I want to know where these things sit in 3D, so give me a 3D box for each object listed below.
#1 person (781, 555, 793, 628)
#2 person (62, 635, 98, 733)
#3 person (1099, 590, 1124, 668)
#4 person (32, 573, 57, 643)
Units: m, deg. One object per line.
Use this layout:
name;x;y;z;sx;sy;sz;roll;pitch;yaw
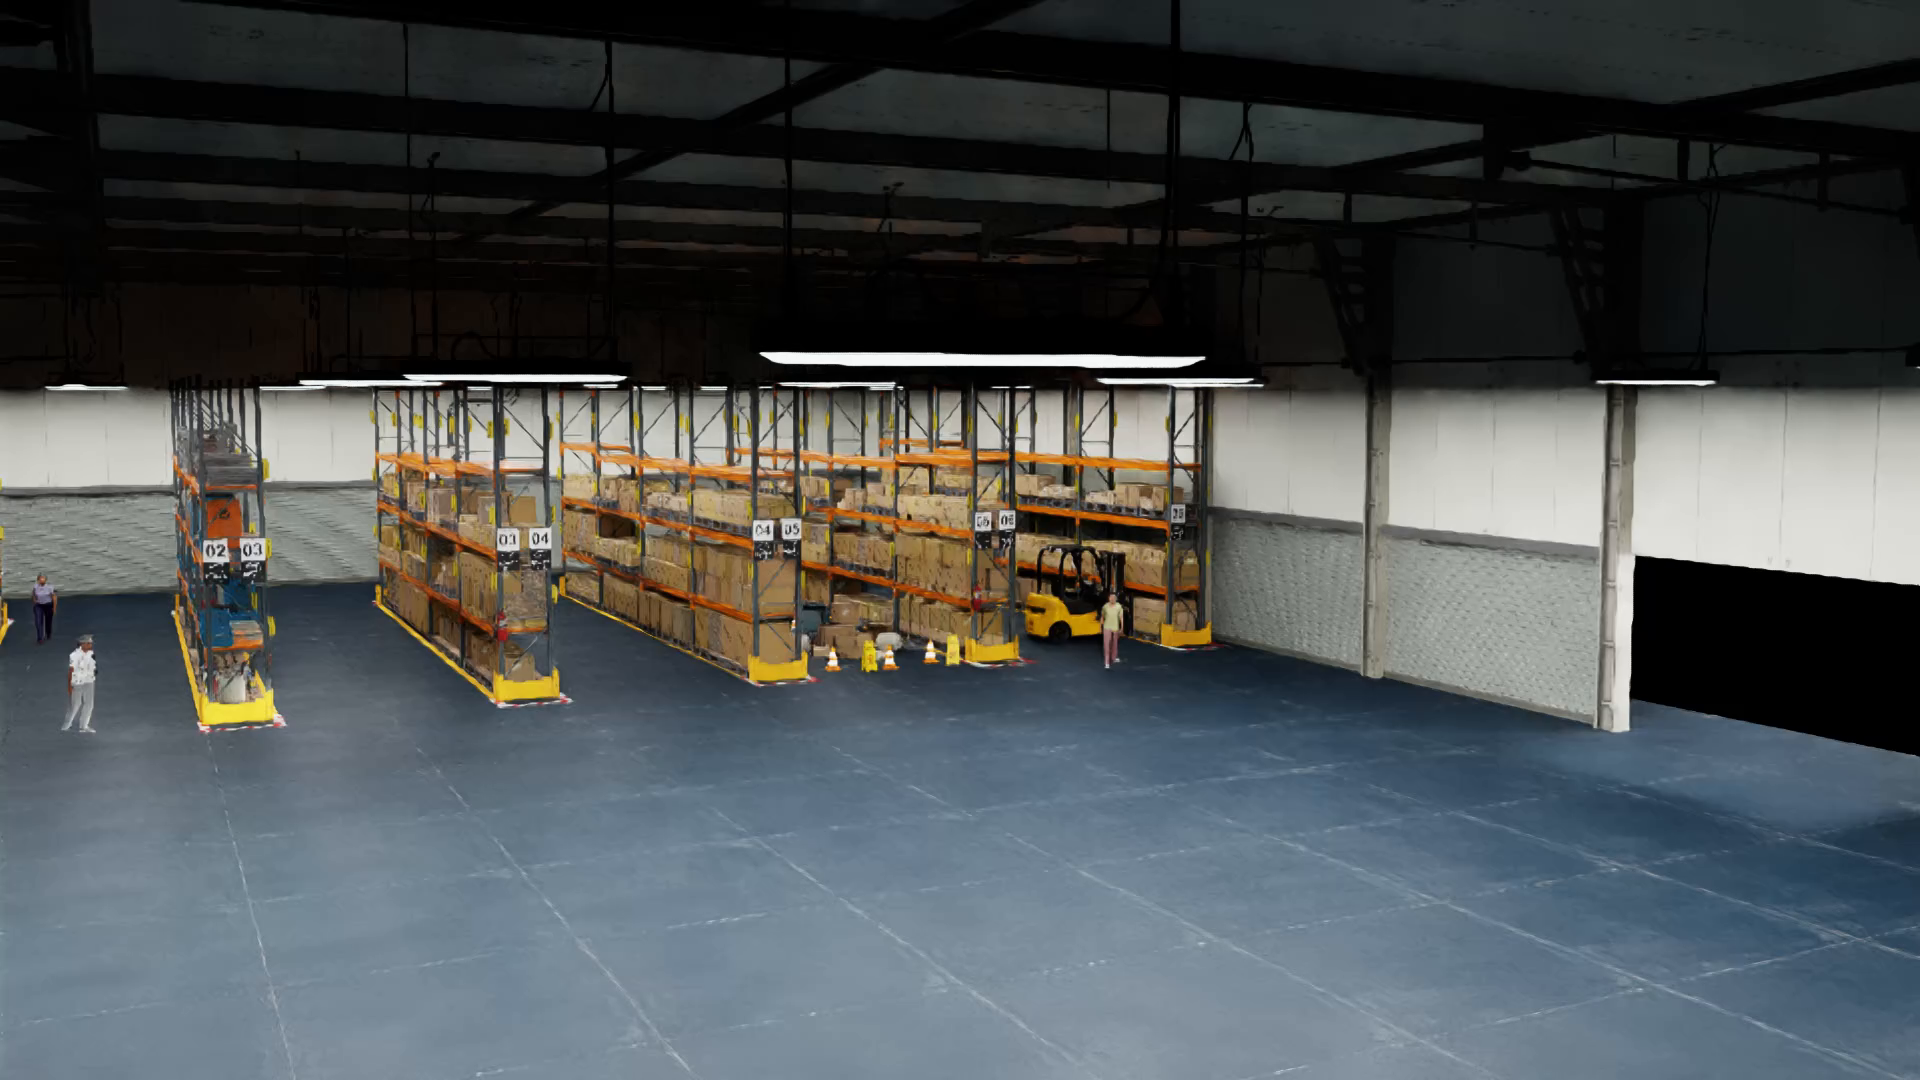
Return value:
person;-4.274;1.251;40.099;0.575;1.785;0.655;0;5;2
person;-14.830;2.412;27.971;0.540;1.663;0.522;3;6;27
person;3.169;1.838;34.668;0.488;1.611;0.957;0;5;-5
person;-20.948;1.541;38.067;0.491;1.590;1.001;-3;6;-27
